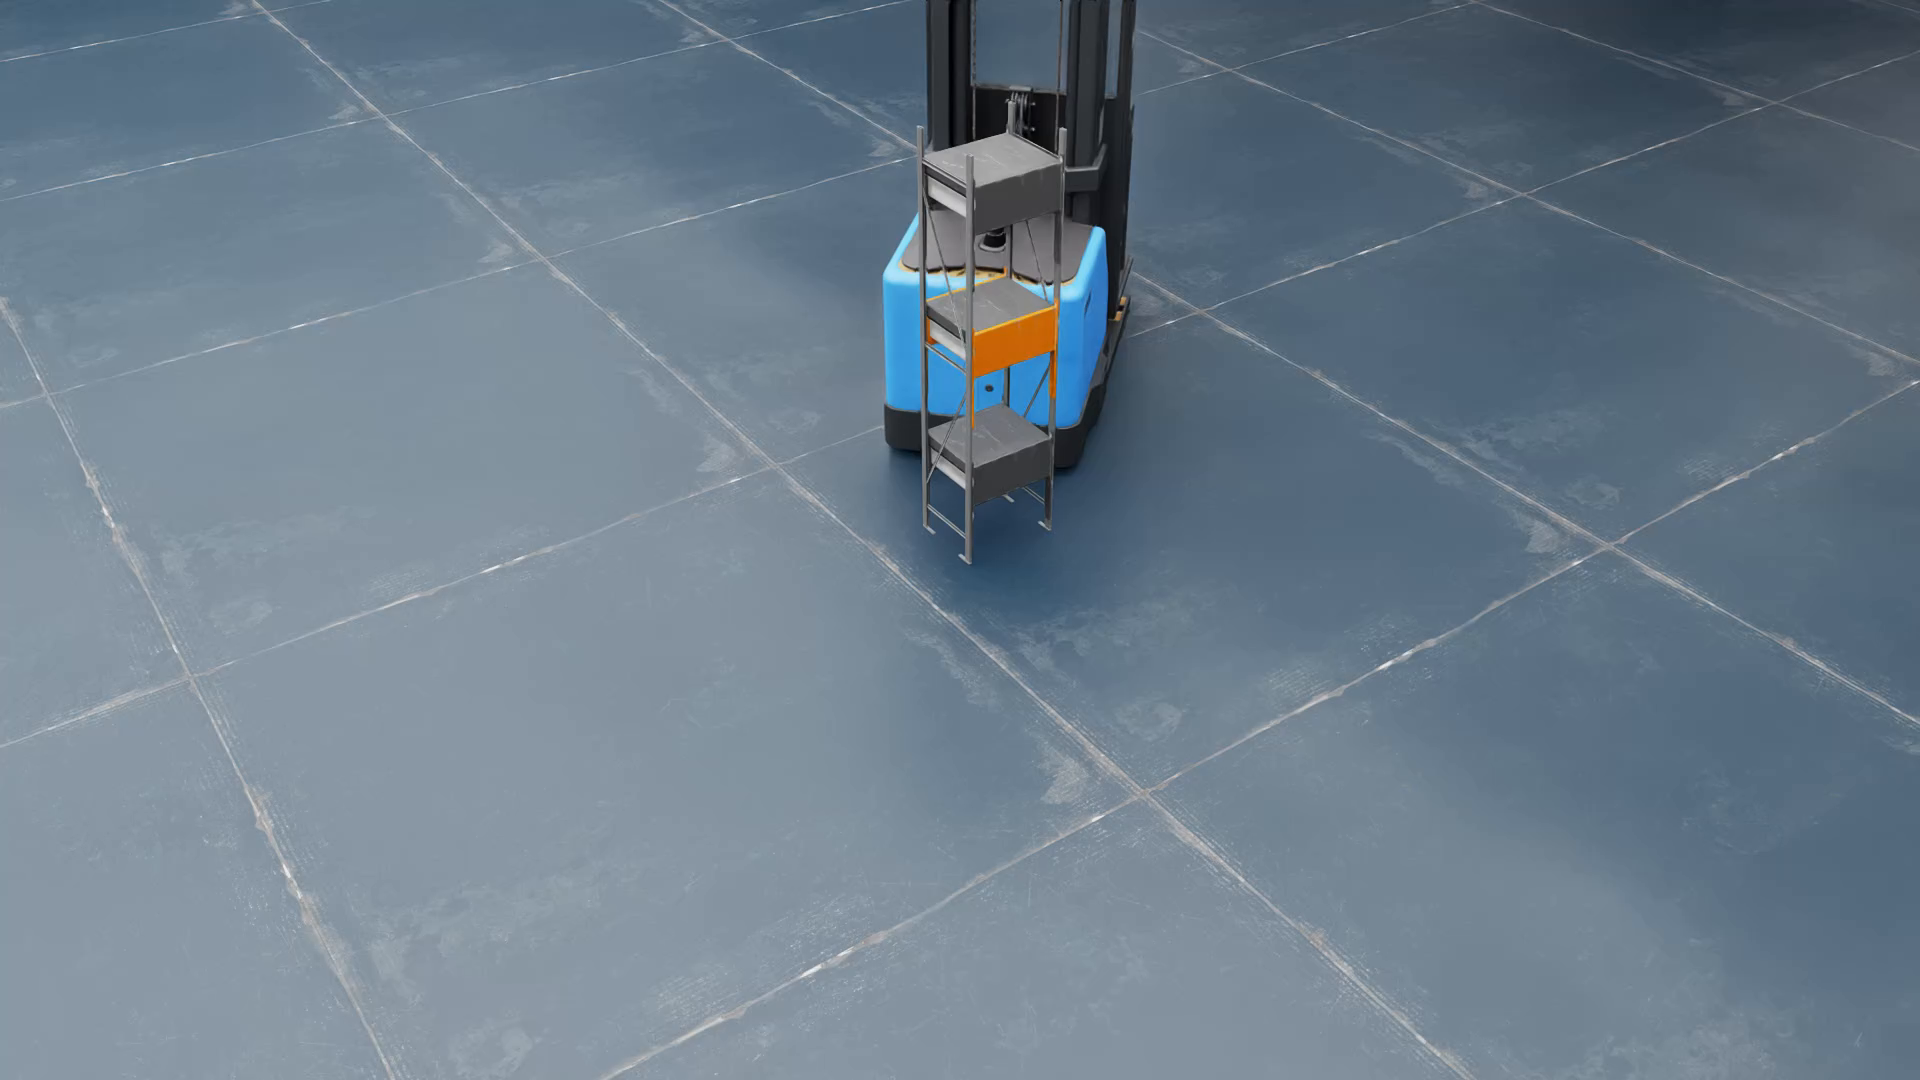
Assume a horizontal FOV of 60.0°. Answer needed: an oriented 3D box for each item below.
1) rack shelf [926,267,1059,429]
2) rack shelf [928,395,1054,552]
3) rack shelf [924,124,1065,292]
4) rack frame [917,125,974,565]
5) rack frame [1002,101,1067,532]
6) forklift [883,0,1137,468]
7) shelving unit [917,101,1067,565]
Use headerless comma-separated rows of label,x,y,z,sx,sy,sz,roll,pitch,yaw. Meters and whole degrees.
rack shelf,0.135,-0.897,7.722,0.480,0.518,0.431,-22,41,-28
rack shelf,0.135,-0.329,8.131,0.480,0.518,0.431,-22,41,-28
rack shelf,0.135,-1.465,7.314,0.480,0.518,0.431,-22,41,-28
rack frame,-0.064,-0.826,7.600,0.015,2.100,0.400,-22,41,-28
rack frame,0.335,-0.990,7.828,0.015,2.100,0.400,-22,41,-28
forklift,0.417,-2.425,9.111,1.130,2.935,3.031,7,36,10
shelving unit,0.135,-0.908,7.714,0.503,2.100,0.431,-22,41,-28
